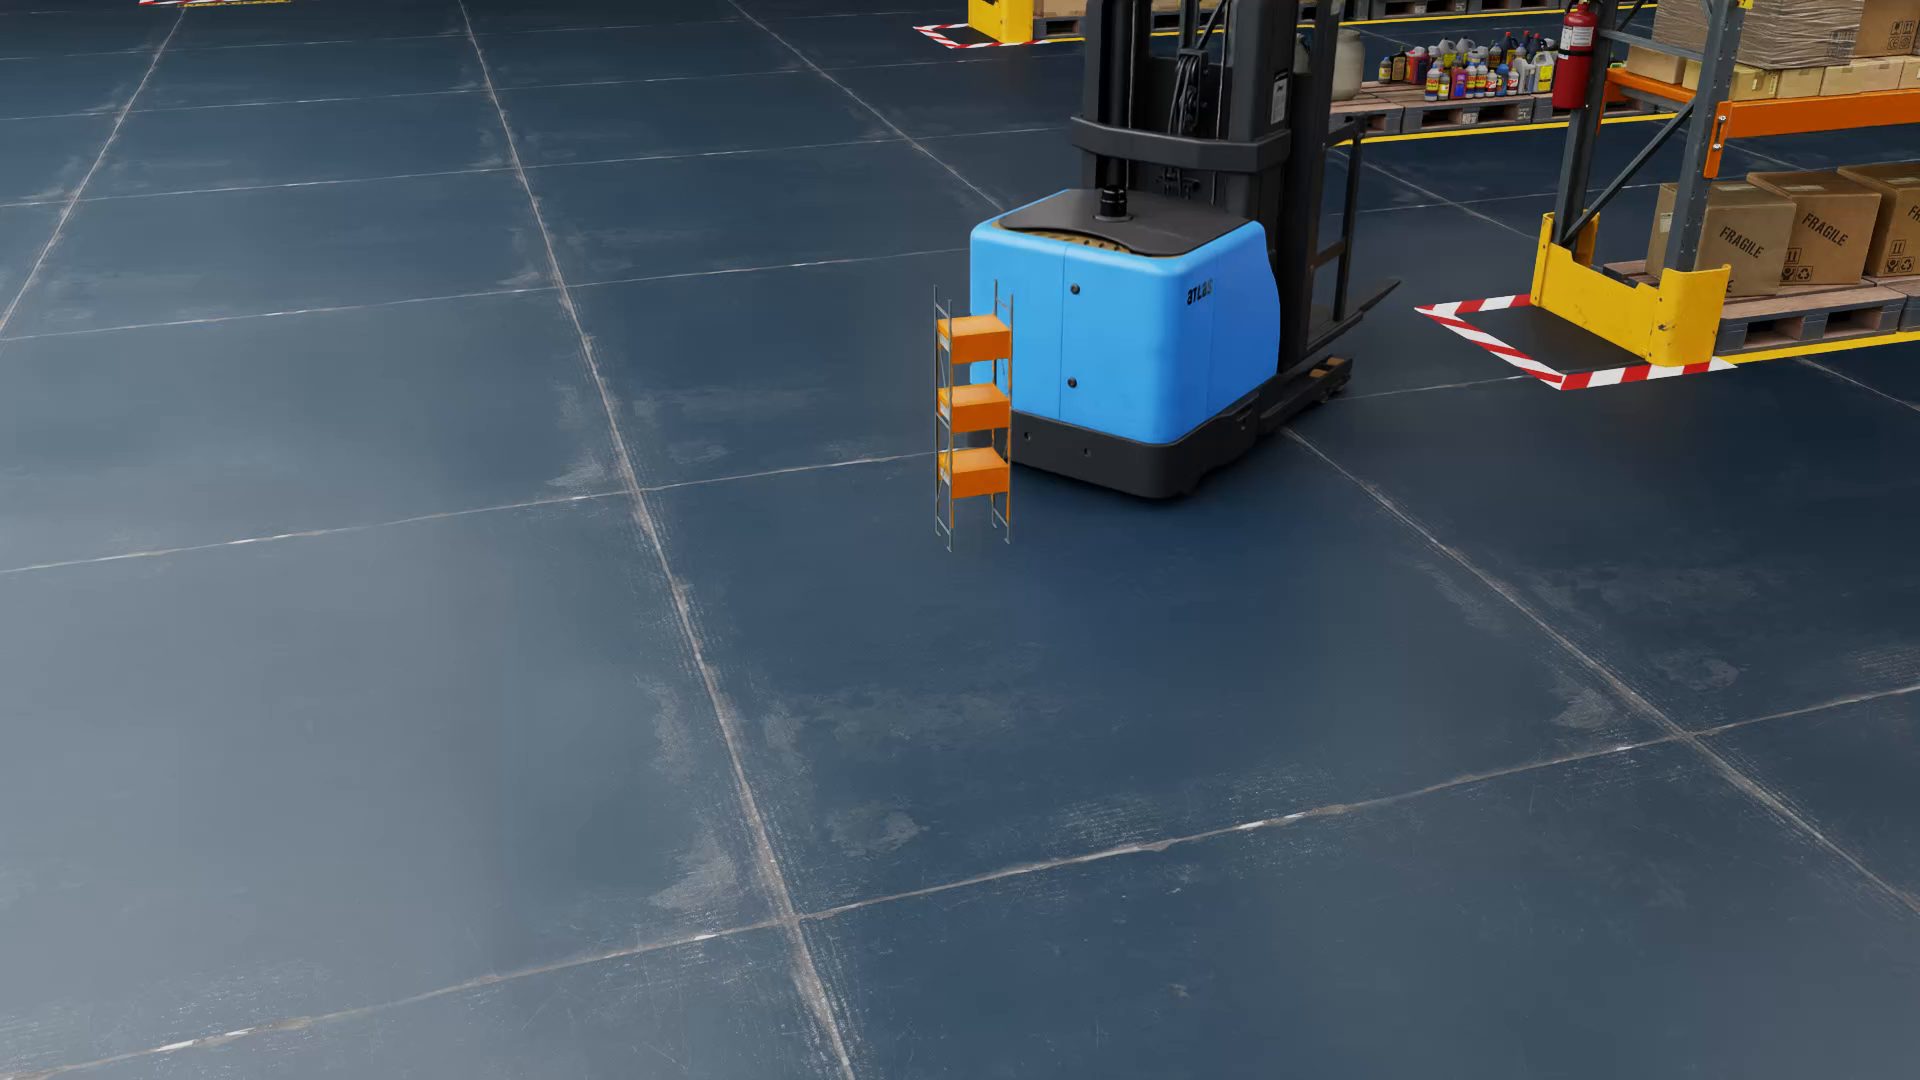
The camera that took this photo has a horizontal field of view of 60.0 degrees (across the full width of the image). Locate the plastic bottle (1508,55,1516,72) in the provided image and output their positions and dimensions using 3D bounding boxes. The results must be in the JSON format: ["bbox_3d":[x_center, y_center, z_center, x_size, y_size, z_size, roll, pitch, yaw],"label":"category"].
[{"bbox_3d":[4.573,-3.851,13.693,0.133,0.283,0.061,-8,28,-16],"label":"plastic bottle"}]

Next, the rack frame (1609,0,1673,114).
[{"bbox_3d":[5.775,-5.128,13.705,0.127,3.000,1.000,-8,28,-16],"label":"rack frame"}]

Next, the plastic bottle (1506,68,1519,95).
[{"bbox_3d":[4.502,-3.741,13.565,0.097,0.201,0.097,0,26,0],"label":"plastic bottle"}]

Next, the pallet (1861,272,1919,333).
[{"bbox_3d":[5.519,-1.507,9.549,1.213,0.211,1.003,-8,28,-16],"label":"pallet"}]

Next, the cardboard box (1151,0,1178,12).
[{"bbox_3d":[1.969,-5.747,17.573,0.500,0.250,0.500,-8,28,-16],"label":"cardboard box"}]

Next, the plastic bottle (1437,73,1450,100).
[{"bbox_3d":[3.890,-3.653,13.386,0.097,0.201,0.097,0,26,0],"label":"plastic bottle"}]

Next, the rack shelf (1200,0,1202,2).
[{"bbox_3d":[3.873,-4.530,13.311,4.000,0.370,1.077,-8,28,-16],"label":"rack shelf"}]

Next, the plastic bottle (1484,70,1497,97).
[{"bbox_3d":[4.307,-3.713,13.508,0.097,0.201,0.097,0,26,0],"label":"plastic bottle"}]

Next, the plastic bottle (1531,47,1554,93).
[{"bbox_3d":[4.762,-3.857,13.630,0.185,0.351,0.144,-8,28,-16],"label":"plastic bottle"}]

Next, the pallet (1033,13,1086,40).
[{"bbox_3d":[1.155,-5.546,17.683,1.213,0.211,1.003,-8,28,-16],"label":"pallet"}]

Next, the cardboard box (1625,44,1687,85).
[{"bbox_3d":[3.712,-2.497,8.688,0.250,0.149,0.380,-8,28,-16],"label":"cardboard box"}]

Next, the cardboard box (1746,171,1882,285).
[{"bbox_3d":[4.662,-1.727,9.194,0.500,0.500,0.500,-1,26,-3],"label":"cardboard box"}]

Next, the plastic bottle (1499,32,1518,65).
[{"bbox_3d":[4.699,-4.177,14.274,0.185,0.351,0.144,-9,28,-18],"label":"plastic bottle"}]

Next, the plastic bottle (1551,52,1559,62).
[{"bbox_3d":[4.999,-3.927,13.855,0.135,0.276,0.152,-8,28,-16],"label":"plastic bottle"}]

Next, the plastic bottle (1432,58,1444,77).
[{"bbox_3d":[4.018,-3.951,13.987,0.097,0.201,0.097,0,26,0],"label":"plastic bottle"}]

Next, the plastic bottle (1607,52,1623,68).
[{"bbox_3d":[5.419,-3.902,13.797,0.133,0.283,0.061,-7,27,-14],"label":"plastic bottle"}]

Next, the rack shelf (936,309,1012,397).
[{"bbox_3d":[0.051,-0.722,6.410,0.240,0.259,0.215,-8,28,-16],"label":"rack shelf"}]

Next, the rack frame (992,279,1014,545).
[{"bbox_3d":[0.167,-0.494,6.565,0.008,1.050,0.200,-8,28,-16],"label":"rack frame"}]

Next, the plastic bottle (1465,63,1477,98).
[{"bbox_3d":[4.117,-3.717,13.437,0.097,0.271,0.097,0,26,0],"label":"plastic bottle"}]

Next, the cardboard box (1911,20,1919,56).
[{"bbox_3d":[4.963,-2.895,8.761,0.500,0.500,0.875,-8,28,-16],"label":"cardboard box"}]

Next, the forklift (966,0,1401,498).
[{"bbox_3d":[1.285,-2.087,7.658,1.130,2.935,3.031,17,31,31],"label":"forklift"}]

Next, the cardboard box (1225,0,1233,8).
[{"bbox_3d":[2.922,-5.883,17.847,0.500,0.250,0.500,-8,28,-16],"label":"cardboard box"}]

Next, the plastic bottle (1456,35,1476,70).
[{"bbox_3d":[4.295,-4.118,14.156,0.185,0.351,0.144,-8,28,-17],"label":"plastic bottle"}]

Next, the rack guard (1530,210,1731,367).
[{"bbox_3d":[3.577,-1.374,8.955,0.348,0.500,1.175,-8,28,-16],"label":"rack guard"}]

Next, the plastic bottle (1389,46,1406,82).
[{"bbox_3d":[3.687,-4.019,14.033,0.133,0.283,0.061,-8,27,-15],"label":"plastic bottle"}]

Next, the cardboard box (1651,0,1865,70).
[{"bbox_3d":[4.036,-2.725,8.418,0.500,0.500,0.875,-8,28,-16],"label":"cardboard box"}]

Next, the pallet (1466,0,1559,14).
[{"bbox_3d":[6.095,-6.261,19.124,1.213,0.211,1.003,-8,28,-16],"label":"pallet"}]

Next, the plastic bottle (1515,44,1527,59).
[{"bbox_3d":[4.778,-4.096,14.201,0.097,0.271,0.097,0,26,0],"label":"plastic bottle"}]

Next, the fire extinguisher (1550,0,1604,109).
[{"bbox_3d":[3.253,-2.627,8.756,0.183,0.674,0.296,-8,28,-16],"label":"fire extinguisher"}]

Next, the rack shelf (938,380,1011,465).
[{"bbox_3d":[0.051,-0.468,6.536,0.240,0.259,0.215,-8,28,-16],"label":"rack shelf"}]

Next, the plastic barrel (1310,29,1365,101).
[{"bbox_3d":[3.050,-3.843,13.442,0.421,0.512,0.421,0,26,0],"label":"plastic barrel"}]

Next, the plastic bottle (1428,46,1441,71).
[{"bbox_3d":[3.962,-4.034,14.072,0.135,0.276,0.152,-9,28,-18],"label":"plastic bottle"}]

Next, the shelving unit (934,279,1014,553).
[{"bbox_3d":[0.051,-0.478,6.531,0.252,1.050,0.215,-8,28,-16],"label":"shelving unit"}]

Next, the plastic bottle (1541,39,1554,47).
[{"bbox_3d":[5.037,-4.190,14.385,0.135,0.276,0.152,-7,27,-14],"label":"plastic bottle"}]

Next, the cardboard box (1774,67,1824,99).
[{"bbox_3d":[4.093,-2.335,8.362,0.250,0.149,0.380,-8,28,-16],"label":"cardboard box"}]

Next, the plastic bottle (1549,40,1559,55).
[{"bbox_3d":[5.070,-4.148,14.293,0.133,0.283,0.061,-8,28,-16],"label":"plastic bottle"}]

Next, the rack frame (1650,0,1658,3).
[{"bbox_3d":[8.048,-7.773,19.034,0.127,3.000,1.000,-8,28,-16],"label":"rack frame"}]

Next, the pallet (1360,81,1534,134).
[{"bbox_3d":[3.961,-3.634,13.833,1.213,0.211,1.003,-8,28,-16],"label":"pallet"}]

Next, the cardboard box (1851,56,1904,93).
[{"bbox_3d":[4.567,-2.406,8.506,0.250,0.149,0.380,-8,28,-16],"label":"cardboard box"}]

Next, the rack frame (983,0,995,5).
[{"bbox_3d":[0.441,-6.672,16.815,0.127,3.000,1.000,-8,28,-16],"label":"rack frame"}]

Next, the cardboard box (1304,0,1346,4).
[{"bbox_3d":[3.871,-6.023,18.128,0.500,0.250,0.500,-8,28,-16],"label":"cardboard box"}]

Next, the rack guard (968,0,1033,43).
[{"bbox_3d":[0.418,-5.549,17.365,0.348,0.500,1.175,-8,28,-16],"label":"rack guard"}]

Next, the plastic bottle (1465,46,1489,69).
[{"bbox_3d":[4.365,-4.025,14.053,0.135,0.276,0.152,-8,28,-16],"label":"plastic bottle"}]

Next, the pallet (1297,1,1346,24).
[{"bbox_3d":[3.475,-5.882,18.360,1.213,0.211,1.003,-8,28,-16],"label":"pallet"}]
